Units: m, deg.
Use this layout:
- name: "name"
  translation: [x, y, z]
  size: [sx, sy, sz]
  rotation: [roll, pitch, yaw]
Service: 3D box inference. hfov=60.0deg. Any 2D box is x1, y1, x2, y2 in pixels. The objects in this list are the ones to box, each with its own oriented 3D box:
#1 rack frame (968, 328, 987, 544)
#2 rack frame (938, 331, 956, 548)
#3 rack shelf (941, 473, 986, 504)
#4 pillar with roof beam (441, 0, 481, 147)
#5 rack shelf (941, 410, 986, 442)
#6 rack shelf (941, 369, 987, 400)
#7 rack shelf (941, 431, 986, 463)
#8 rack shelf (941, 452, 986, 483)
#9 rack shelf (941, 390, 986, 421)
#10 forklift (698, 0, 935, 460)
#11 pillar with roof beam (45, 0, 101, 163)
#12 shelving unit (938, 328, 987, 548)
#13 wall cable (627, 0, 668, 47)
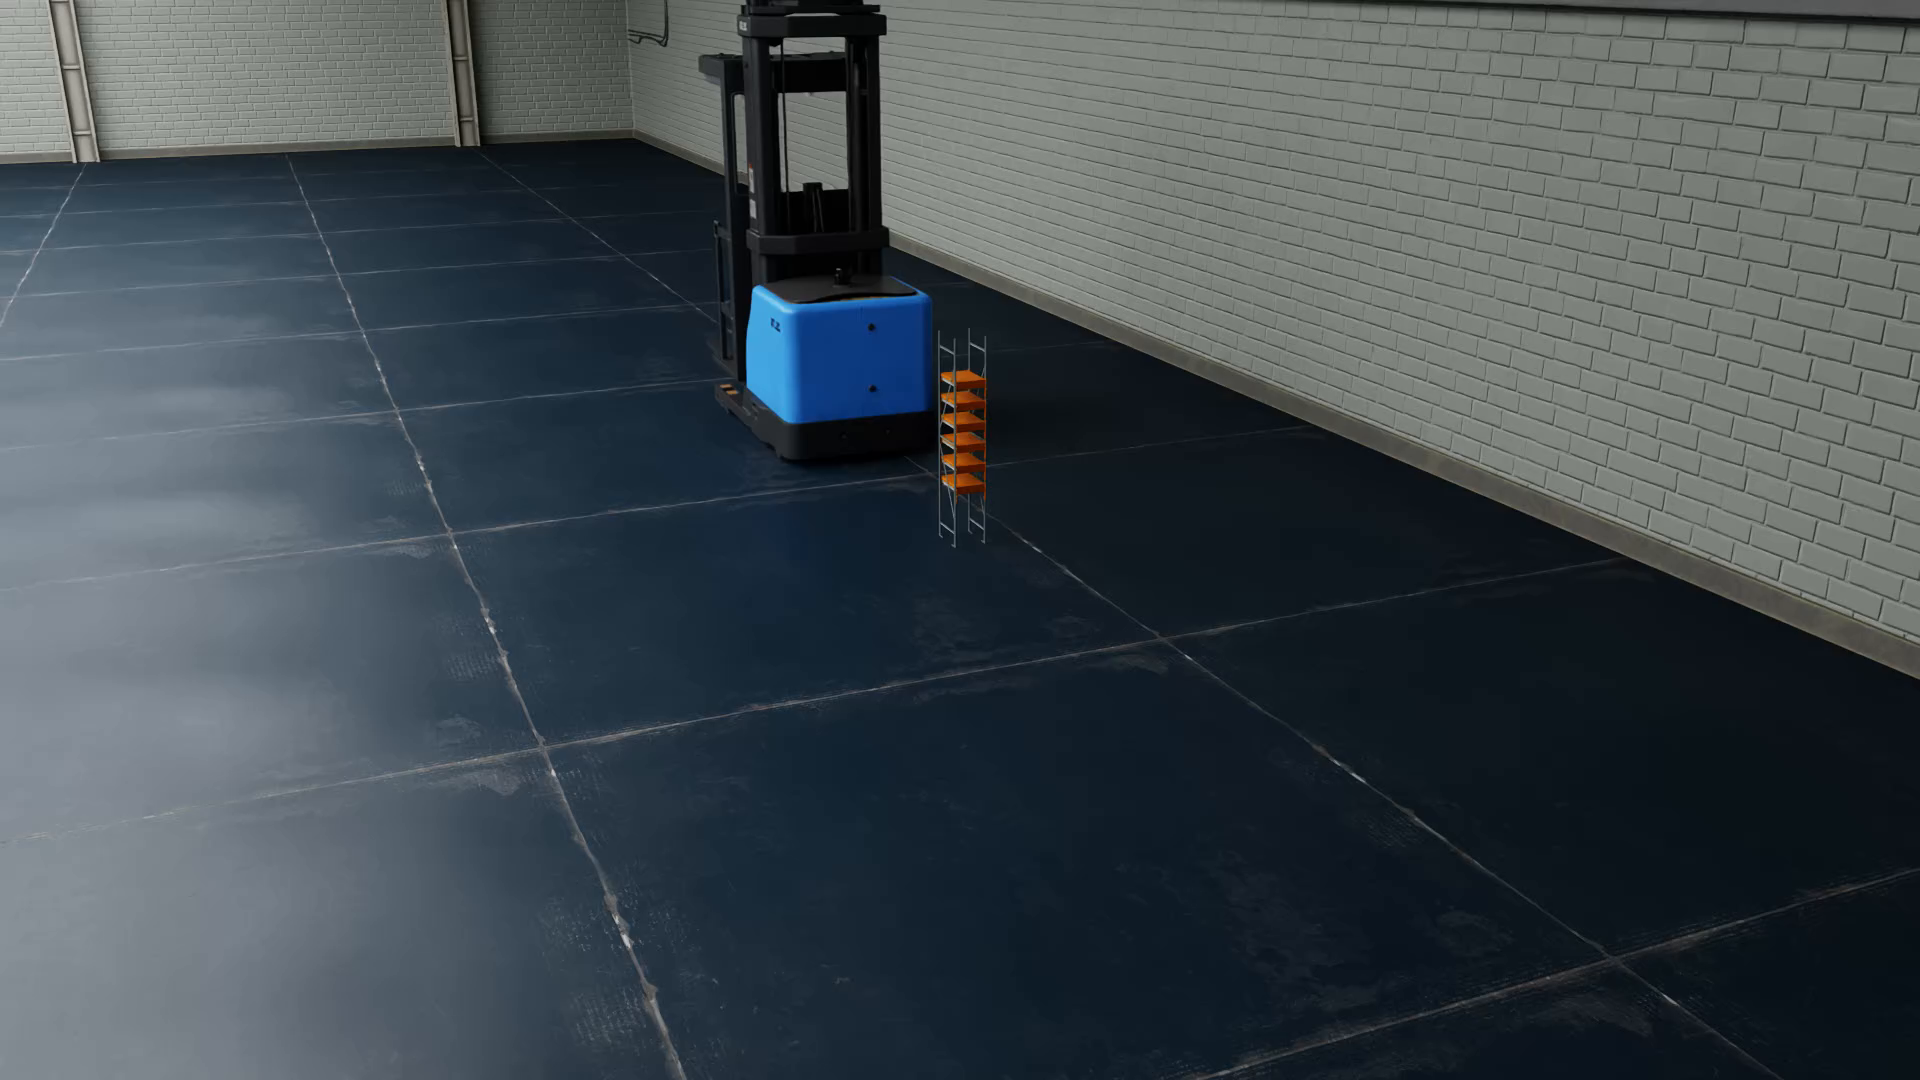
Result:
- name: "rack frame"
  translation: [0.097, -0.580, 9.362]
  size: [0.006, 1.200, 0.240]
  rotation: [-8, 21, -22]
- name: "rack frame"
  translation: [-0.071, -0.556, 9.294]
  size: [0.006, 1.200, 0.240]
  rotation: [-8, 21, -22]
- name: "rack shelf"
  translation: [0.013, -0.300, 9.423]
  size: [0.180, 0.103, 0.258]
  rotation: [-8, 21, -22]
- name: "pillar with roof beam"
  translation: [-6.938, -9.863, 23.985]
  size: [0.400, 9.000, 9.100]
  rotation: [-8, 21, -22]
- name: "rack shelf"
  translation: [0.013, -0.639, 9.303]
  size: [0.180, 0.103, 0.258]
  rotation: [-8, 21, -22]
- name: "rack shelf"
  translation: [0.013, -0.866, 9.223]
  size: [0.180, 0.103, 0.258]
  rotation: [-8, 21, -22]
- name: "rack shelf"
  translation: [0.013, -0.526, 9.343]
  size: [0.180, 0.103, 0.258]
  rotation: [-8, 21, -22]
- name: "rack shelf"
  translation: [0.013, -0.413, 9.383]
  size: [0.180, 0.103, 0.258]
  rotation: [-8, 21, -22]
- name: "rack shelf"
  translation: [0.013, -0.752, 9.263]
  size: [0.180, 0.103, 0.258]
  rotation: [-8, 21, -22]
- name: "forklift"
  translation: [-1.175, -2.355, 11.798]
  size: [1.130, 2.935, 3.031]
  rotation: [-7, 21, -20]
- name: "pillar with roof beam"
  translation: [-12.447, -9.074, 21.744]
  size: [0.400, 9.000, 9.100]
  rotation: [-8, 21, -22]
- name: "shelving unit"
  translation: [0.013, -0.568, 9.328]
  size: [0.189, 1.200, 0.258]
  rotation: [-8, 21, -22]
- name: "wall cable"
  translation: [-5.414, -9.696, 28.185]
  size: [0.112, 2.526, 3.097]
  rotation: [-8, 21, -22]
